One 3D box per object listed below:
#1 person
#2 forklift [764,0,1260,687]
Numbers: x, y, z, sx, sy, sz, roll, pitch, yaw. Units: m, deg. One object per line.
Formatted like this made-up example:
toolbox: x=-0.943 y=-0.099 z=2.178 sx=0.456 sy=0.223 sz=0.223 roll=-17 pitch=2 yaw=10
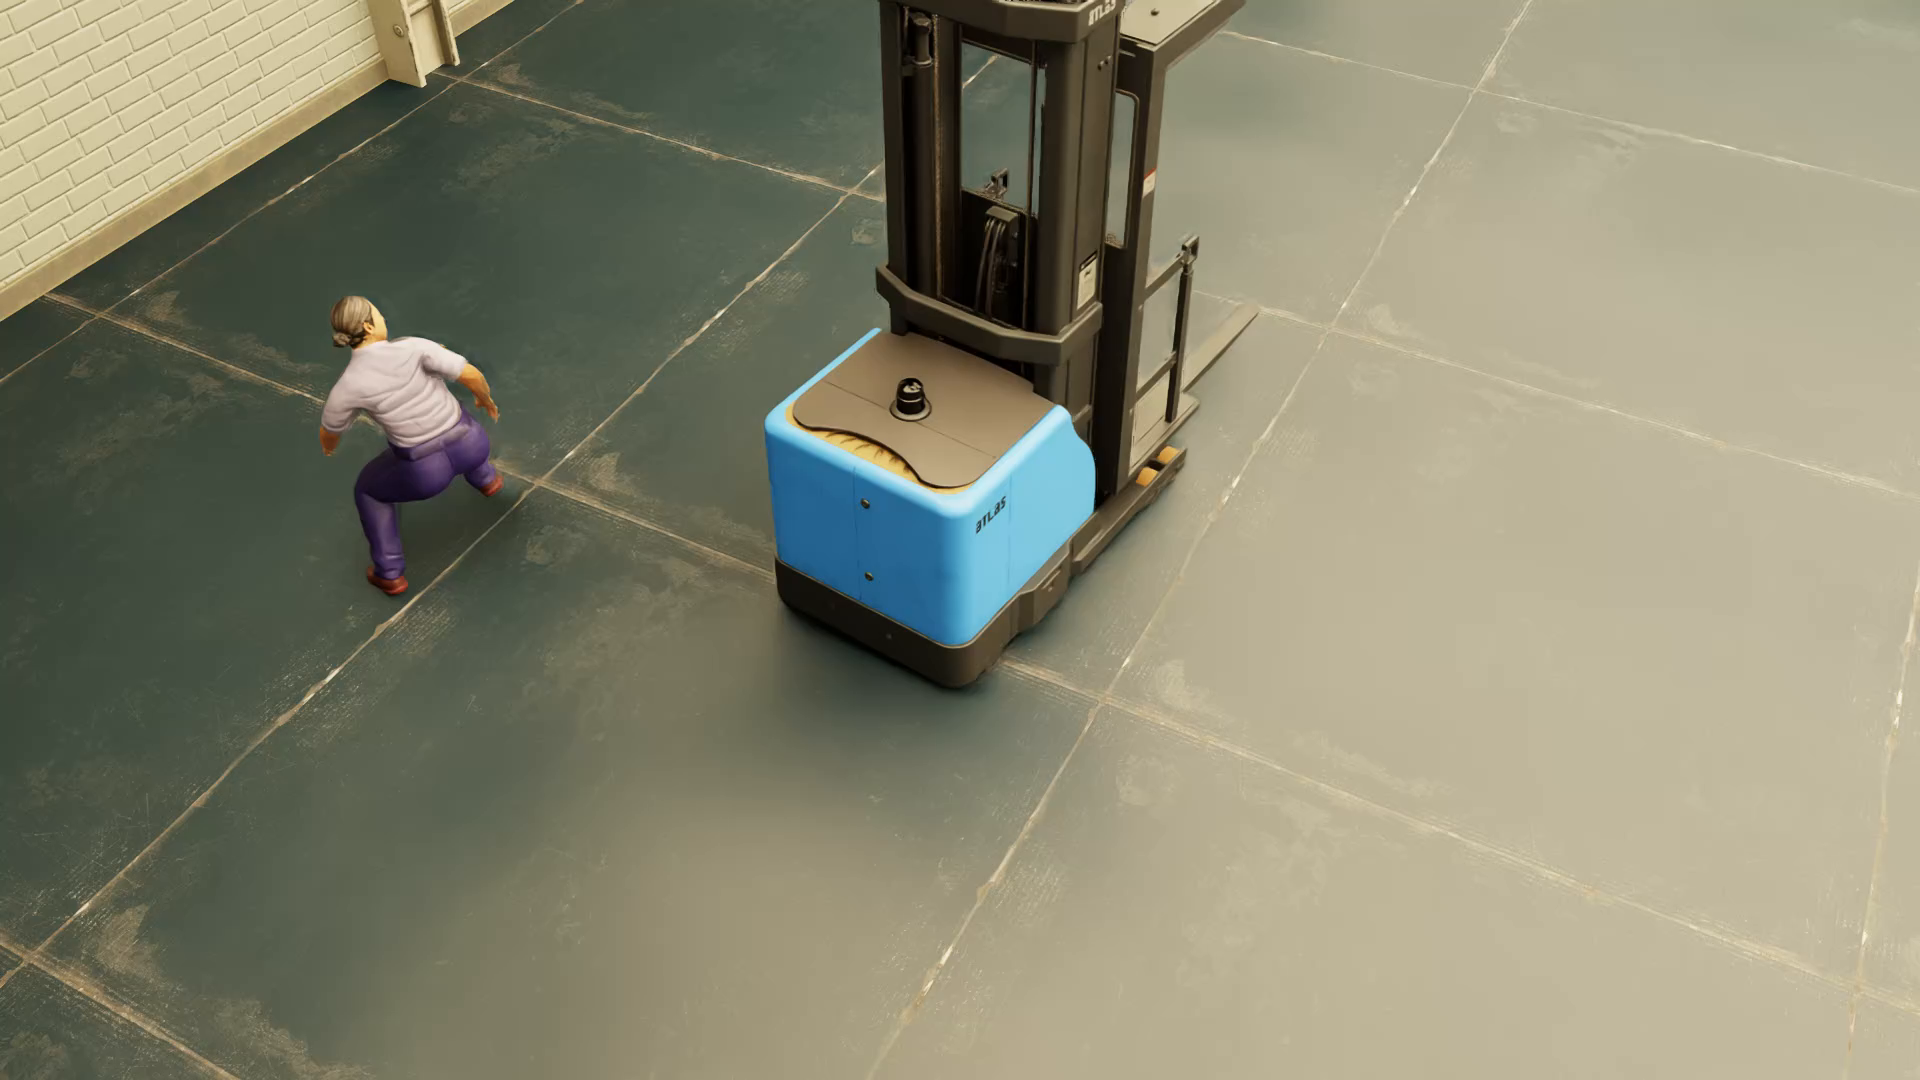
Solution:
person: x=-2.411 y=-0.472 z=7.304 sx=0.771 sy=1.432 sz=0.632 roll=-27 pitch=50 yaw=-26
forklift: x=0.442 y=-1.421 z=7.162 sx=1.130 sy=2.935 sz=3.031 roll=26 pitch=49 yaw=25
